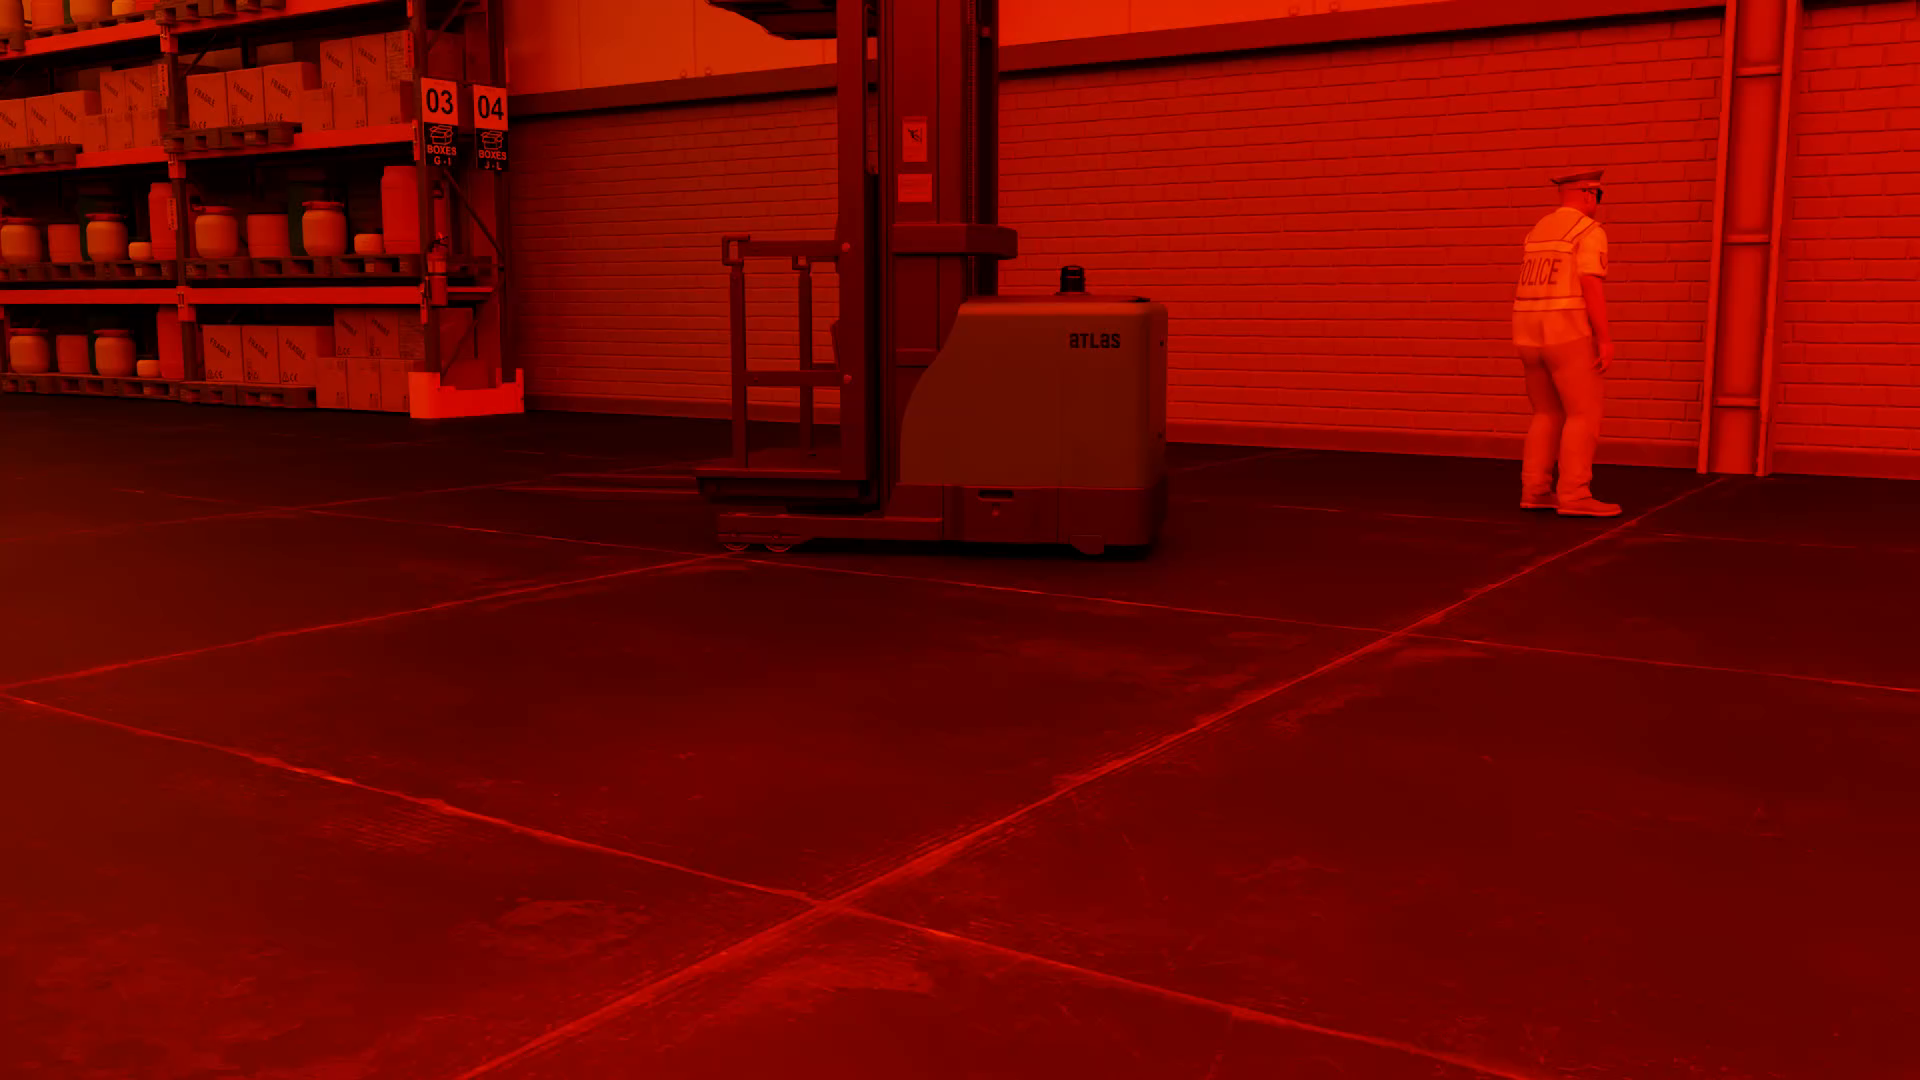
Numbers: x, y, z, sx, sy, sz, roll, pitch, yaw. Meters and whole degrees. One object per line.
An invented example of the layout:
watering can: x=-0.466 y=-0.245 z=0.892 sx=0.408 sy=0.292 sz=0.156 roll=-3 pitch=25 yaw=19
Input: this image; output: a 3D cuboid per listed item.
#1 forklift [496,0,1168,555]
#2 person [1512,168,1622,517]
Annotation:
forklift: x=-0.596 y=-1.469 z=7.520 sx=3.031 sy=2.935 sz=1.130 roll=2 pitch=8 yaw=12
person: x=3.080 y=-1.013 z=8.503 sx=0.438 sy=1.750 sz=0.607 roll=-3 pitch=9 yaw=-20
